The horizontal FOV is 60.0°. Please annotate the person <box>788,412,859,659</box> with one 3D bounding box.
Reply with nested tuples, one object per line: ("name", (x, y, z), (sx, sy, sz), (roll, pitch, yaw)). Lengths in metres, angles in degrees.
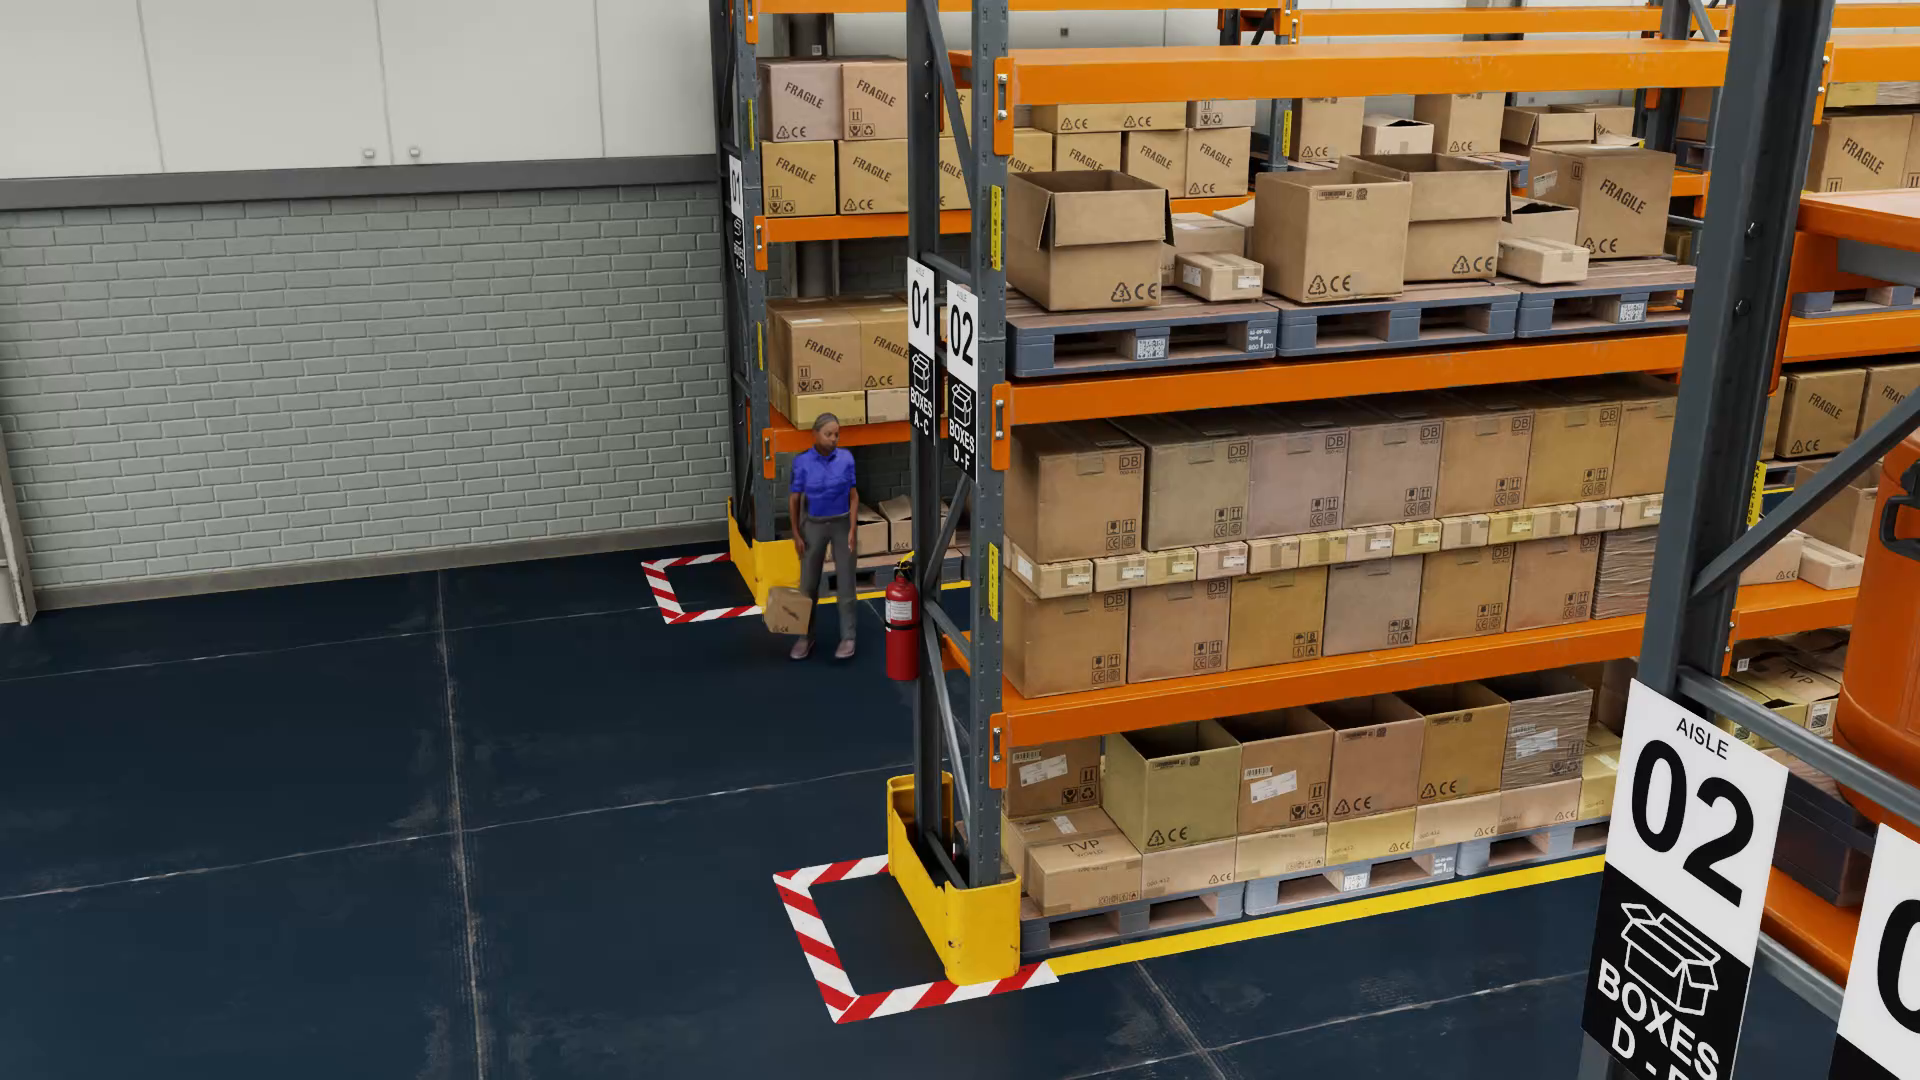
("person", (-0.912, -0.018, 11.064), (0.502, 1.668, 0.441), (-5, 20, -13))
